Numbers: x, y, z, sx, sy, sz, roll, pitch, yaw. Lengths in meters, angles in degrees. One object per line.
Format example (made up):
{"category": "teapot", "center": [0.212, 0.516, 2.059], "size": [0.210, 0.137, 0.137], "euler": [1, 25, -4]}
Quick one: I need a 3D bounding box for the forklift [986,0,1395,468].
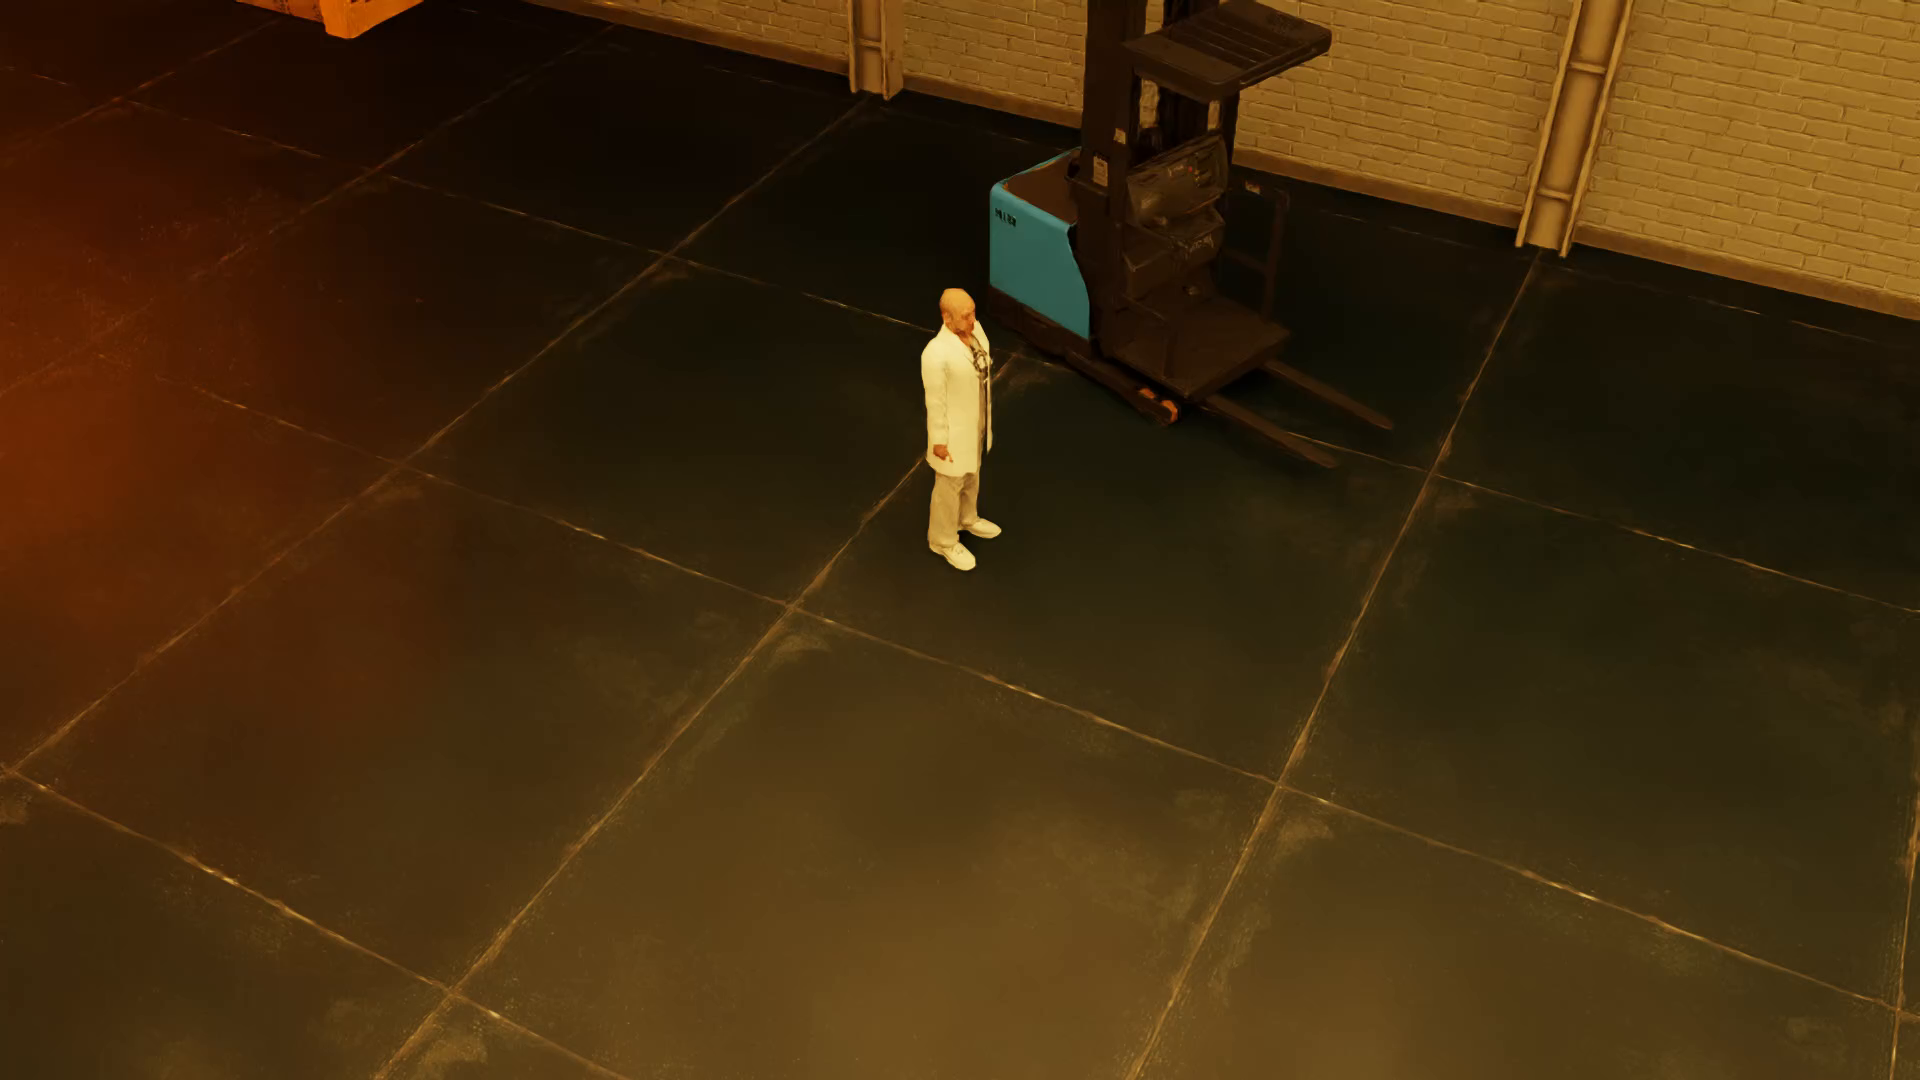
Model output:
{"category": "forklift", "center": [1.559, -2.266, 10.677], "size": [1.130, 2.935, 3.031], "euler": [-31, 49, -31]}

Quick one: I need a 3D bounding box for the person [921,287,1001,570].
{"category": "person", "center": [0.024, -0.675, 9.679], "size": [0.377, 1.783, 0.558], "euler": [18, 43, 21]}
